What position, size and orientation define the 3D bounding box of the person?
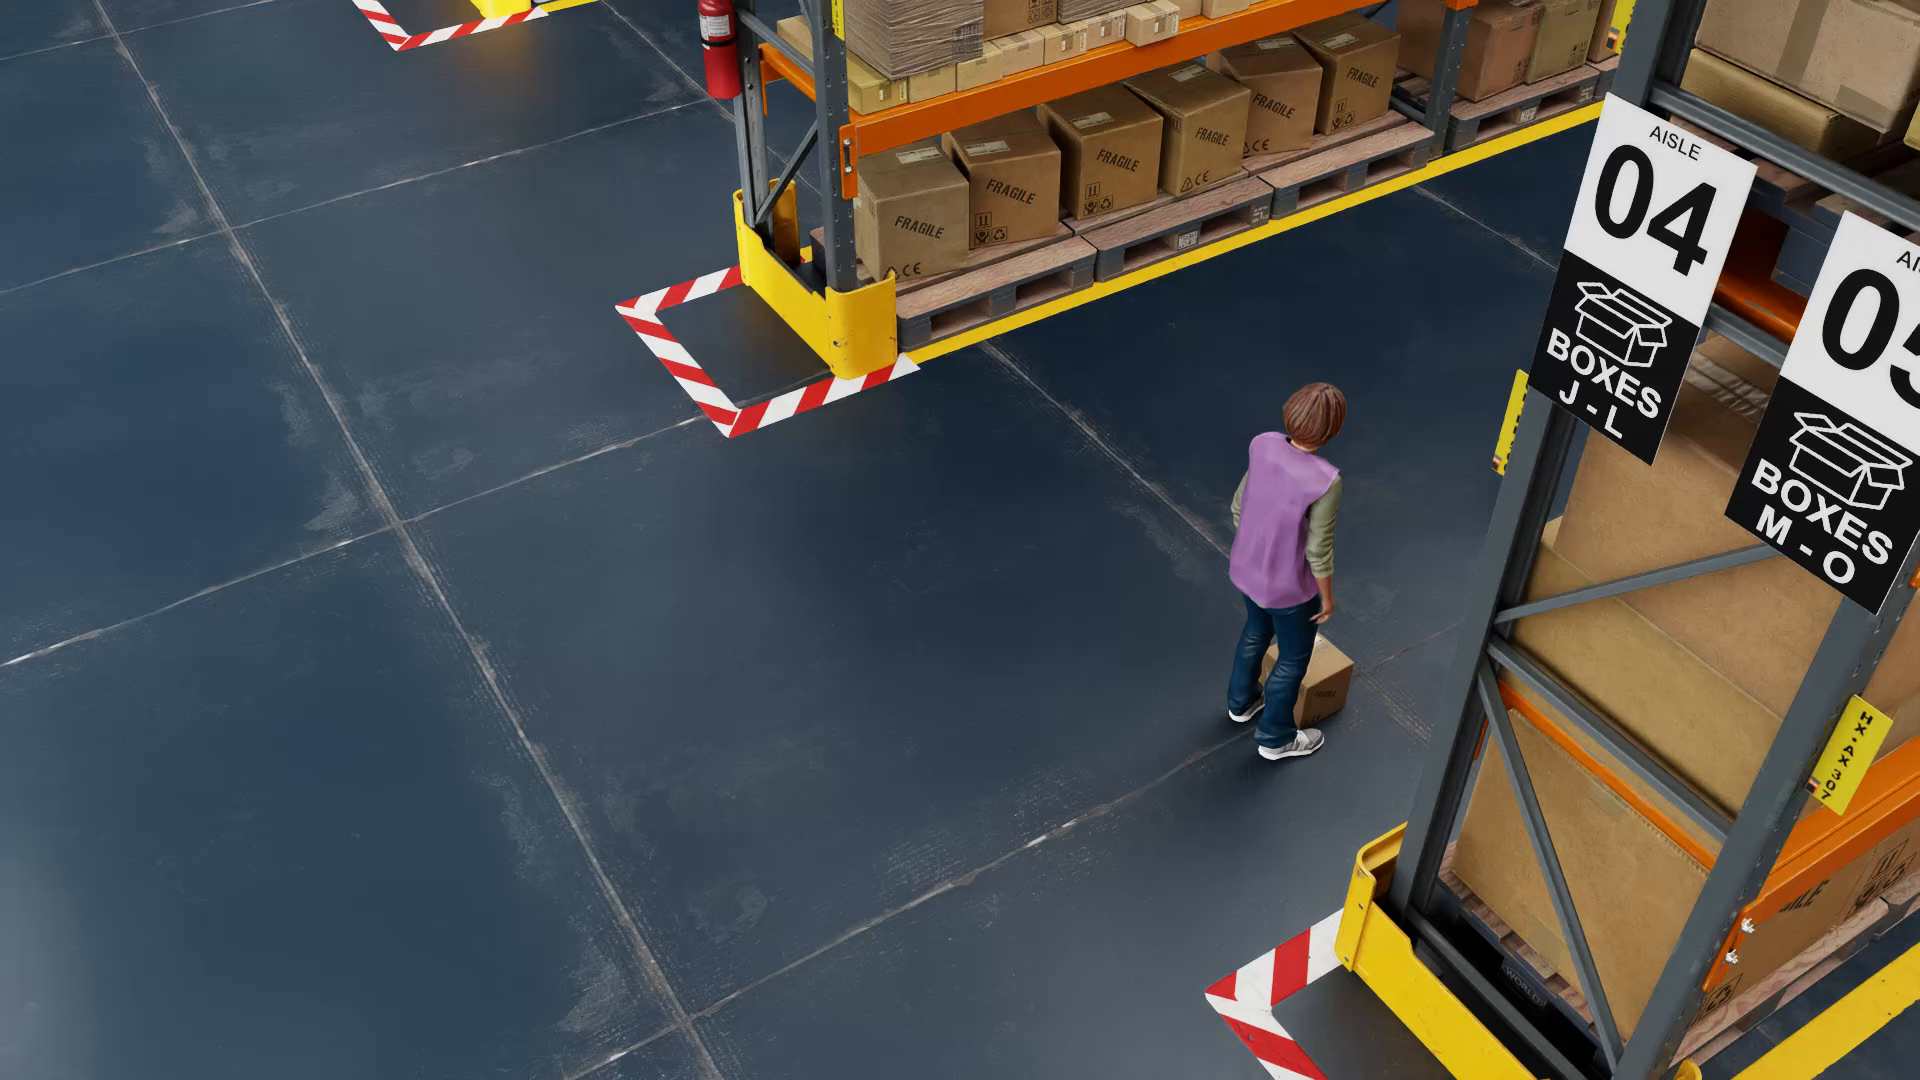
[{"bbox_3d":[1.175,0.123,6.027,0.375,1.592,0.484,-25,47,-26],"label":"person"}]
